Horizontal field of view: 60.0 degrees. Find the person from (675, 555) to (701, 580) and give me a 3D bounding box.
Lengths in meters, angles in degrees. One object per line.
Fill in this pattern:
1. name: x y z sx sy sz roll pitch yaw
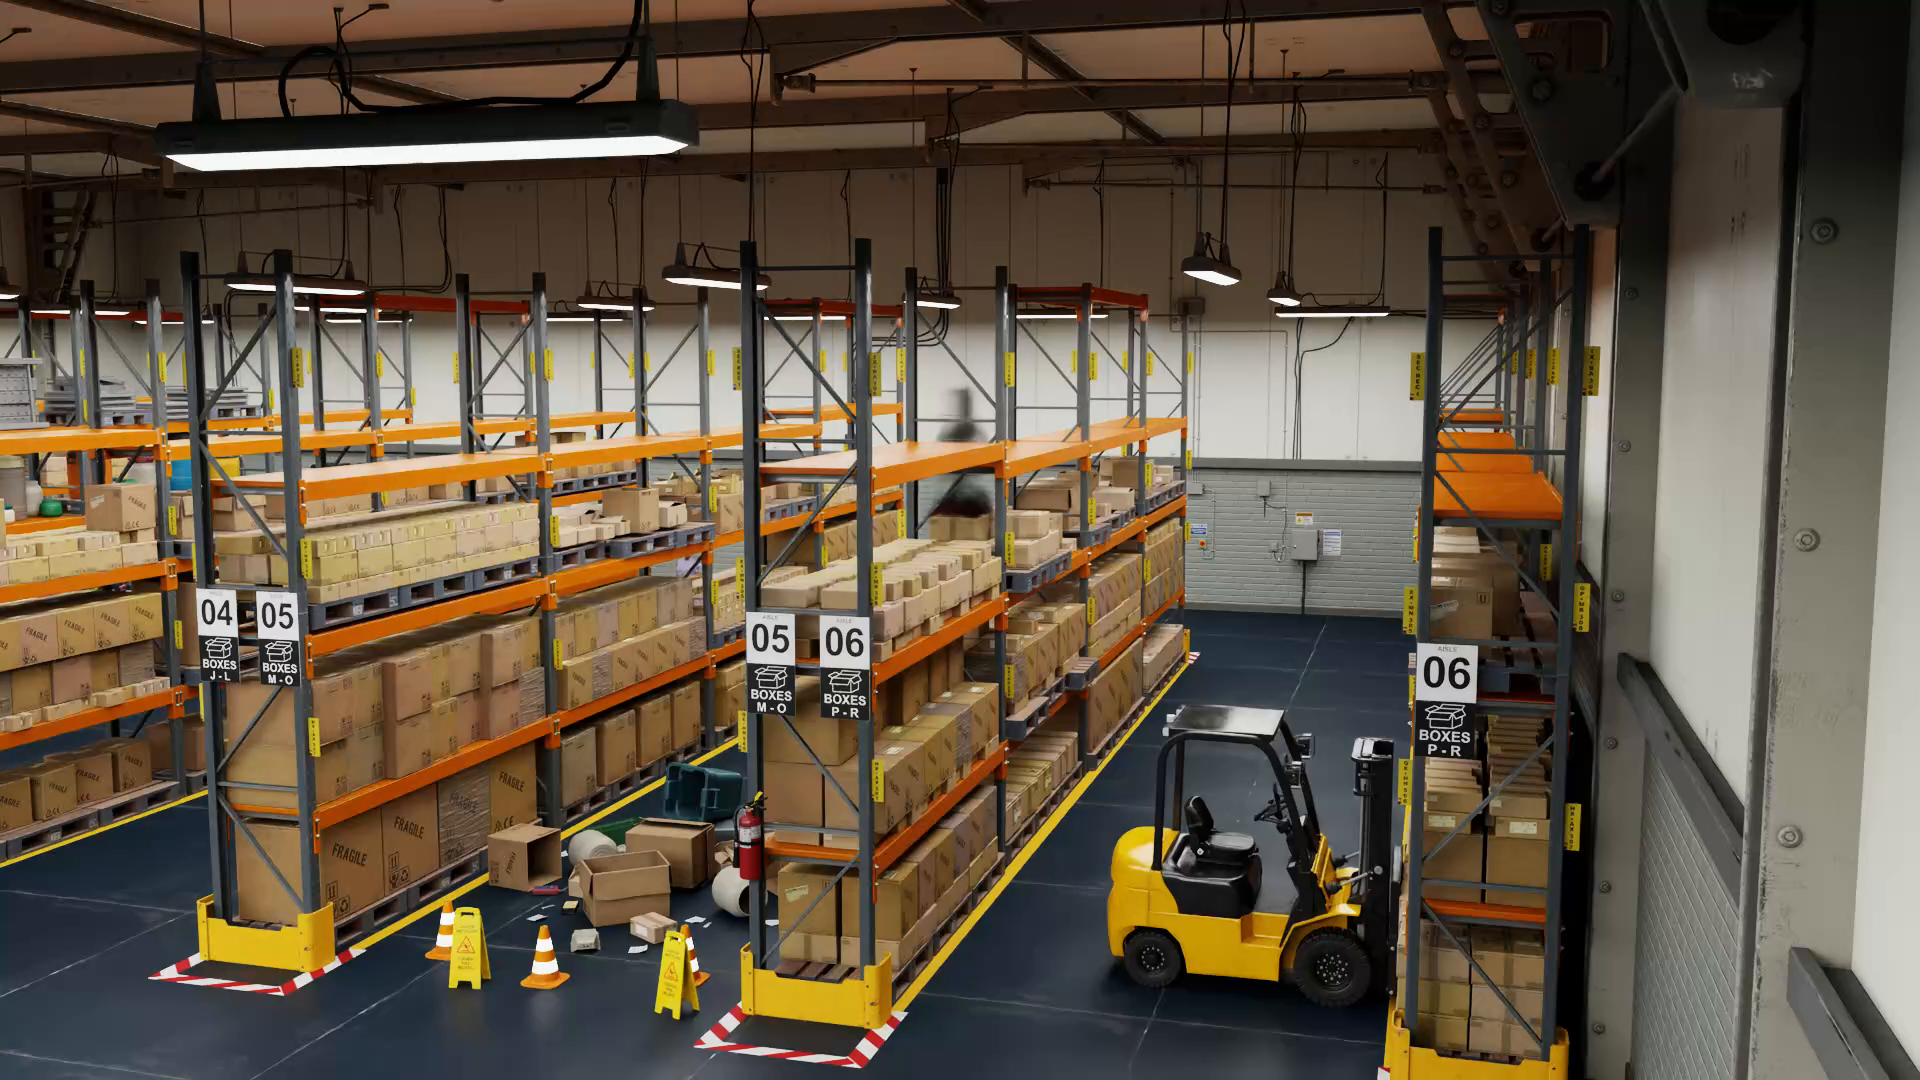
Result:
1. person: -5.003 0.953 30.509 0.578 1.696 0.739 1 6 9
